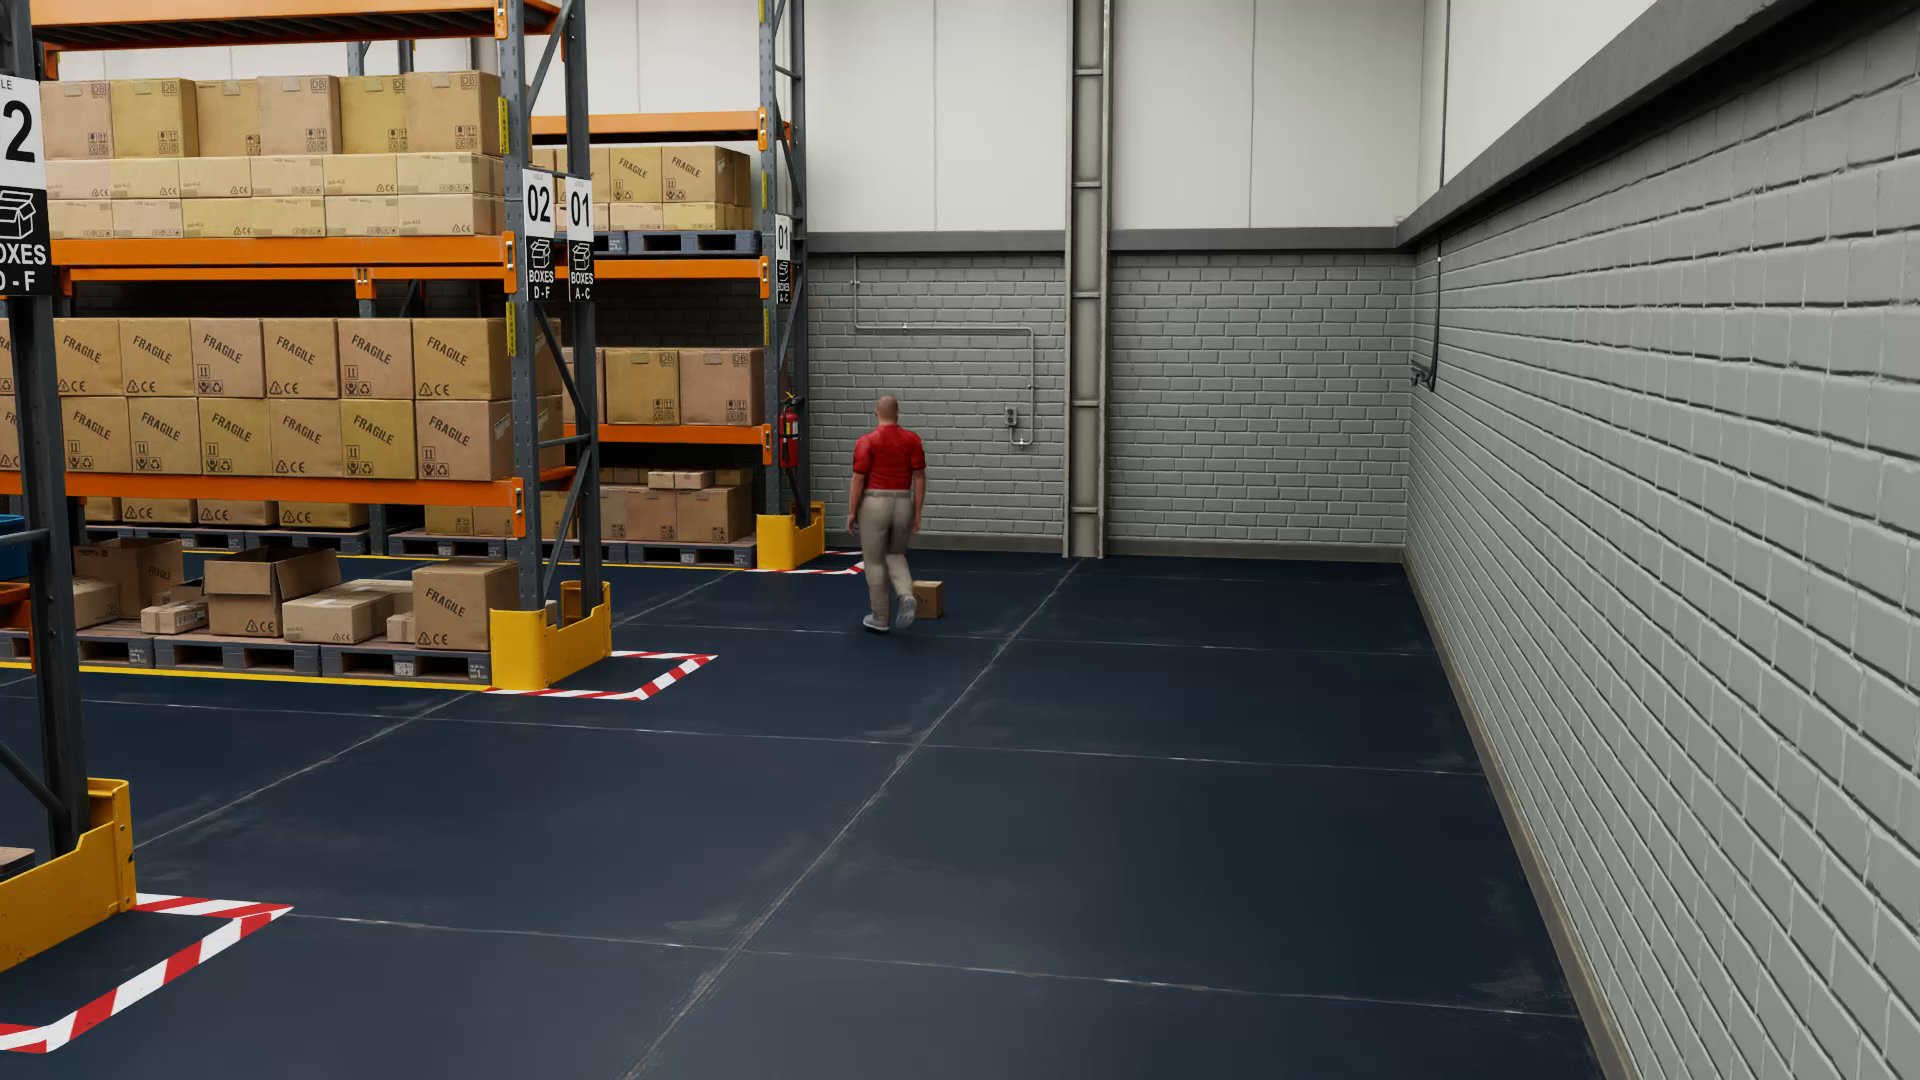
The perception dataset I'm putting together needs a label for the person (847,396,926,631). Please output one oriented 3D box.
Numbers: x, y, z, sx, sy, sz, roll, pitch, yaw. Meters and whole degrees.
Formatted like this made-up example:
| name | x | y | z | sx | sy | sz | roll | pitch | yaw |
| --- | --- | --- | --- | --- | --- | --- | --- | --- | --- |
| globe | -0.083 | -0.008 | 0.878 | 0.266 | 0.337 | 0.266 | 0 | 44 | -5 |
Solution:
| name | x | y | z | sx | sy | sz | roll | pitch | yaw |
| --- | --- | --- | --- | --- | --- | --- | --- | --- | --- |
| person | -0.542 | -0.195 | 12.136 | 0.545 | 1.719 | 0.485 | -4 | 9 | -28 |
